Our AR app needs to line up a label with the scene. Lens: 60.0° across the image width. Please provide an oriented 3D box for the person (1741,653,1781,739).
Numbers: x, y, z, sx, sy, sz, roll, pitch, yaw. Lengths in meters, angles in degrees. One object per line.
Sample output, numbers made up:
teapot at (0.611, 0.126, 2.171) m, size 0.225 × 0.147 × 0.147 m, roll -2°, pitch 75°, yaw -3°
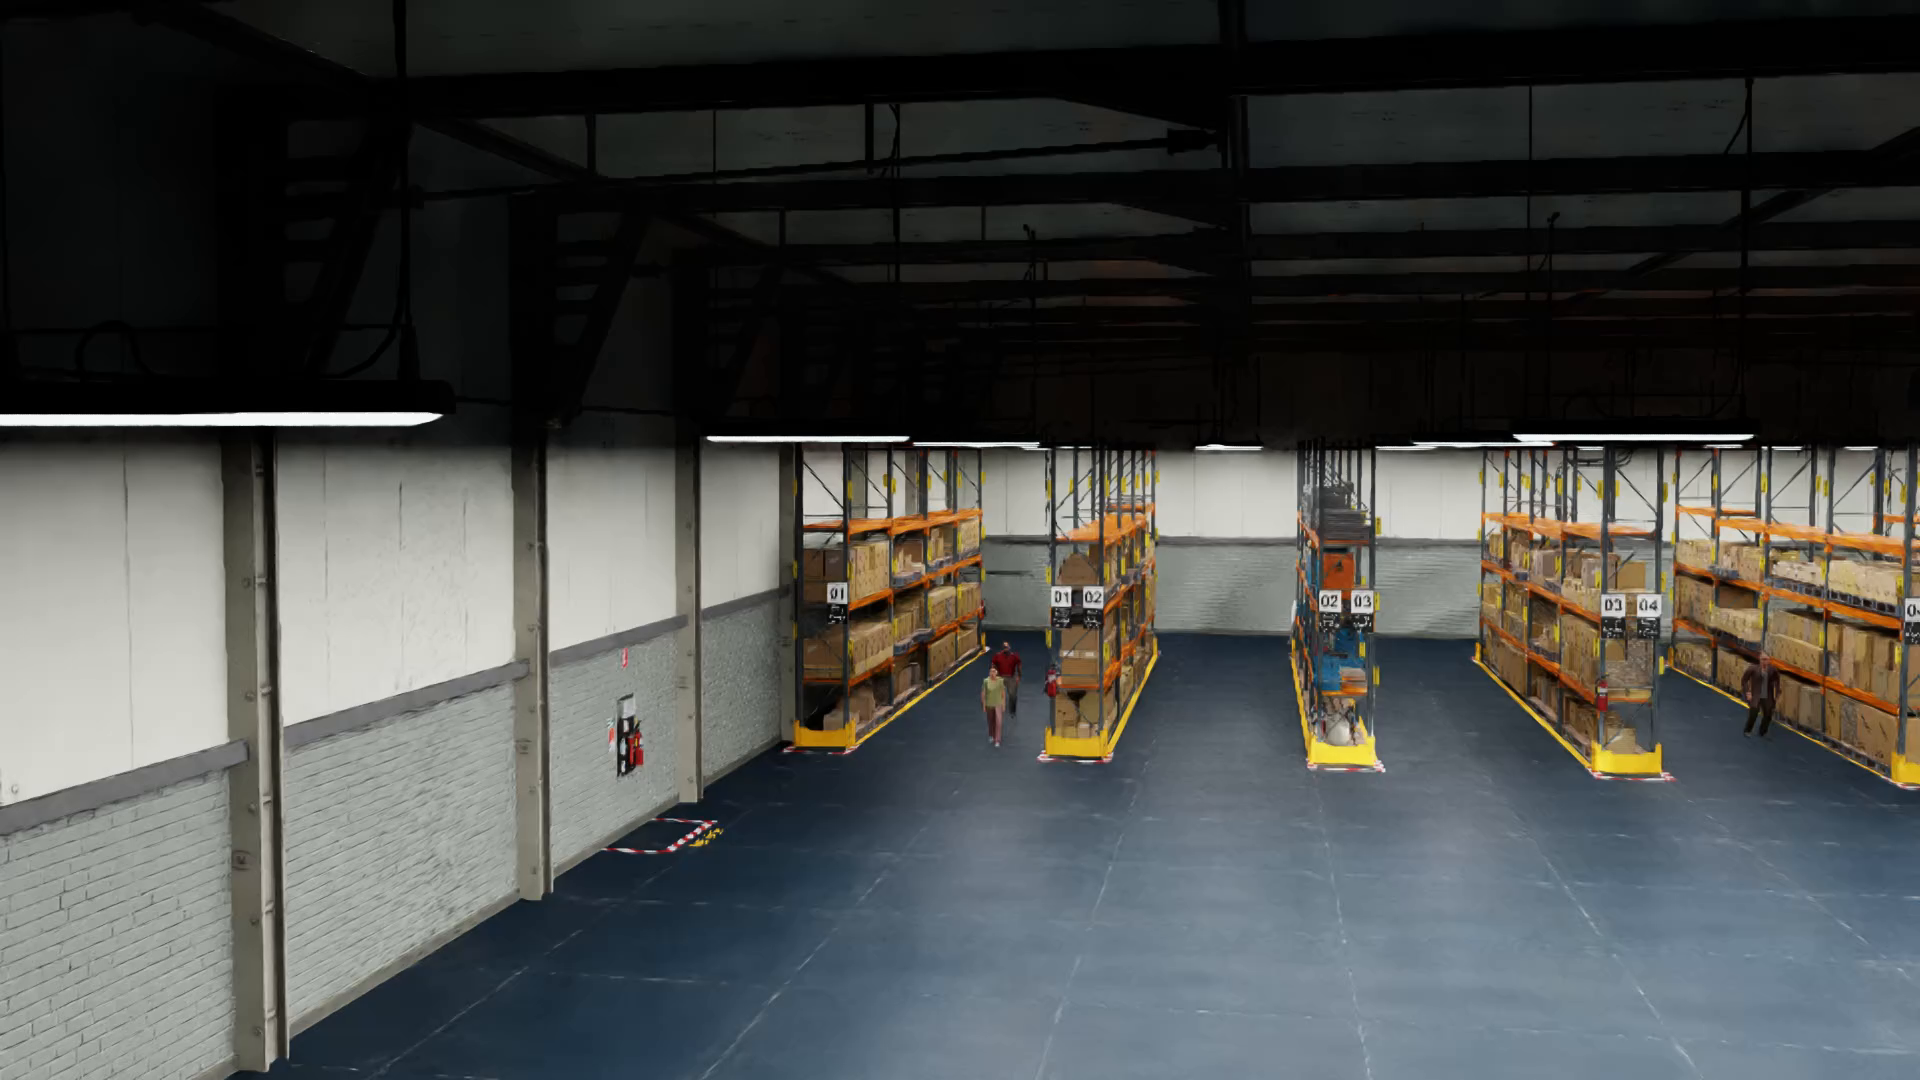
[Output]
person at (15.980, 3.104, 33.194) m, size 0.729 × 1.732 × 0.524 m, roll 0°, pitch 3°, yaw 8°

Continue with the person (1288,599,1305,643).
person at (10.073, 2.304, 49.340) m, size 0.530 × 1.625 × 0.936 m, roll -1°, pitch 3°, yaw -12°

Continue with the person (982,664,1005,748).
person at (0.642, 3.196, 32.354) m, size 0.448 × 1.590 × 1.108 m, roll 0°, pitch 3°, yaw 8°

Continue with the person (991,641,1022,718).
person at (0.996, 2.994, 35.821) m, size 0.682 × 1.676 × 0.529 m, roll 0°, pitch 3°, yaw 8°
